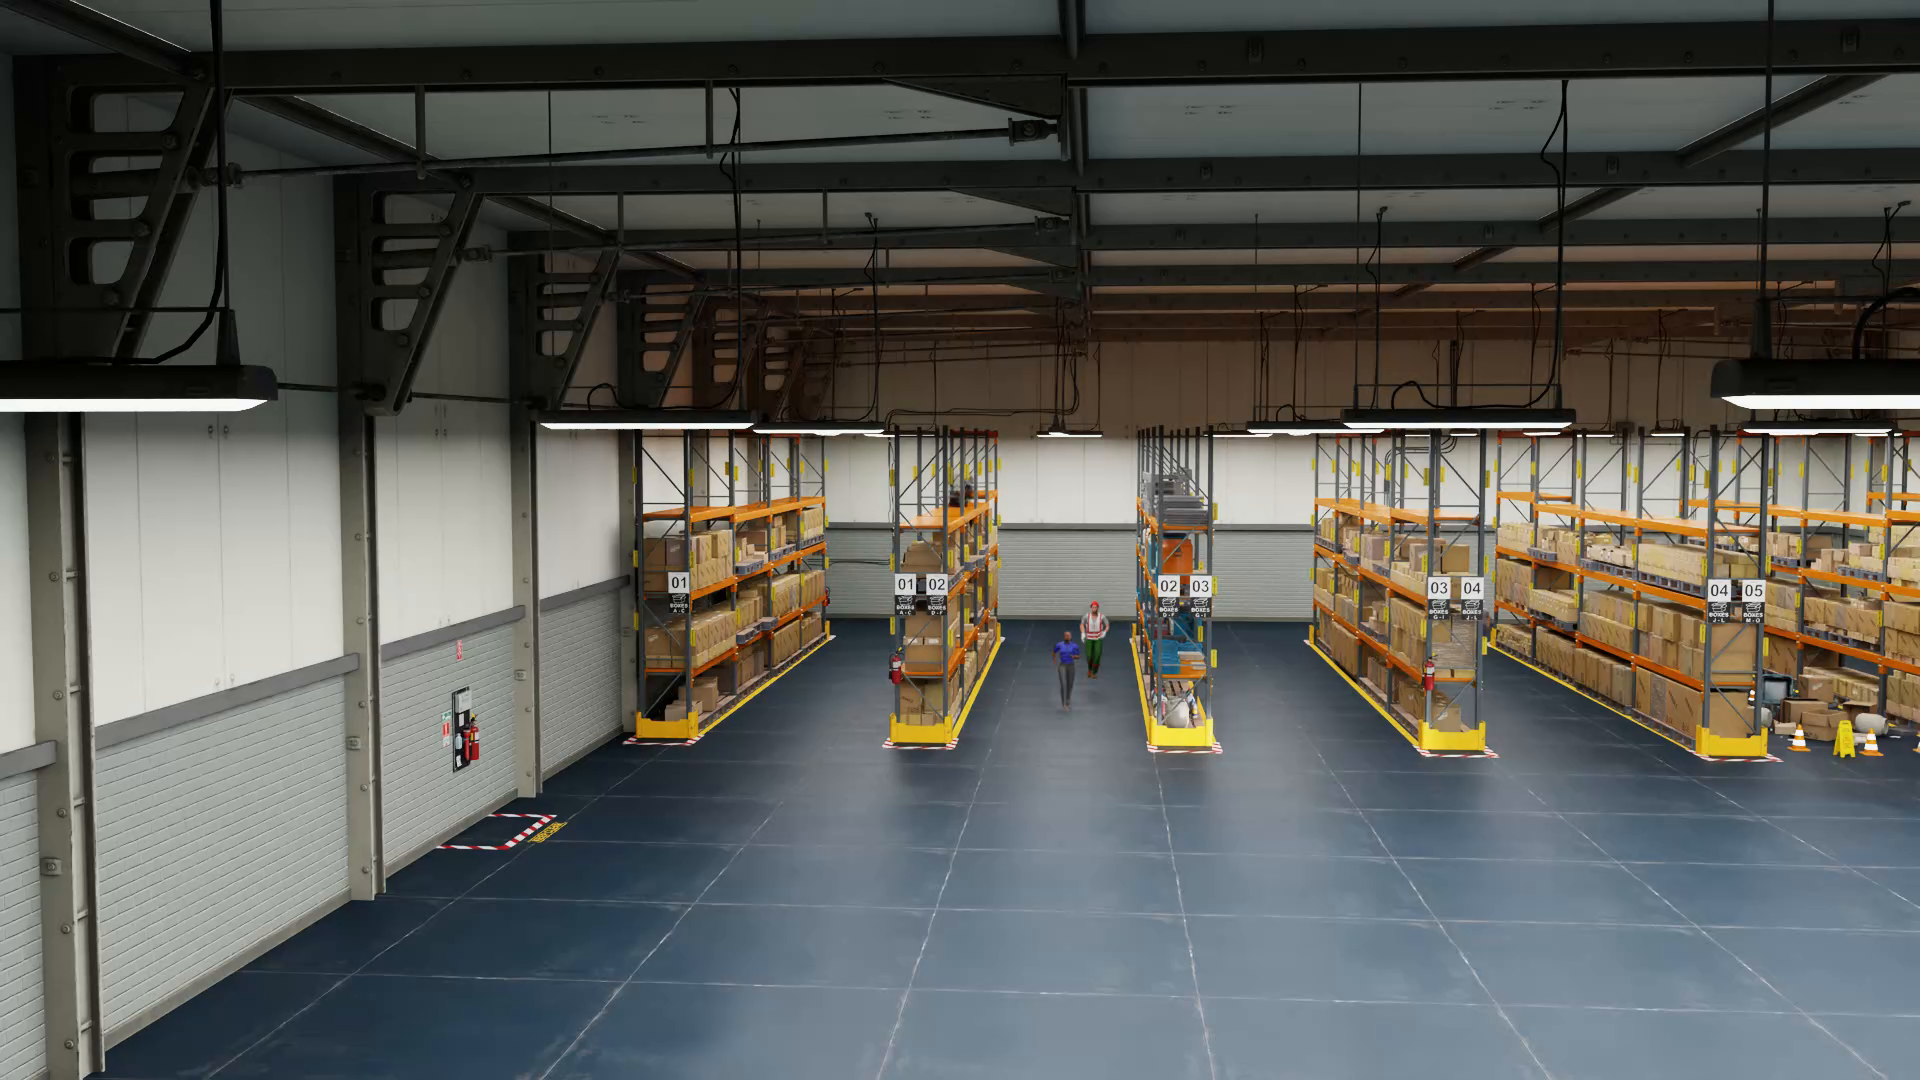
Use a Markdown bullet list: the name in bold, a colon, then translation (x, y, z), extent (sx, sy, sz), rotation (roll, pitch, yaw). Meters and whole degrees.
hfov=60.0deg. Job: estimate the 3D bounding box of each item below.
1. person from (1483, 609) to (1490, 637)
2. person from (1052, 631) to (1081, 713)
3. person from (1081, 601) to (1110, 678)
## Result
- **person**: translation (13.415, 2.346, 43.025), extent (0.633, 1.607, 0.612), rotation (1, 3, 9)
- **person**: translation (2.265, 2.759, 35.270), extent (0.565, 1.679, 0.893), rotation (0, 3, -6)
- **person**: translation (3.071, 2.281, 37.852), extent (0.668, 1.767, 0.551), rotation (0, 3, 6)
